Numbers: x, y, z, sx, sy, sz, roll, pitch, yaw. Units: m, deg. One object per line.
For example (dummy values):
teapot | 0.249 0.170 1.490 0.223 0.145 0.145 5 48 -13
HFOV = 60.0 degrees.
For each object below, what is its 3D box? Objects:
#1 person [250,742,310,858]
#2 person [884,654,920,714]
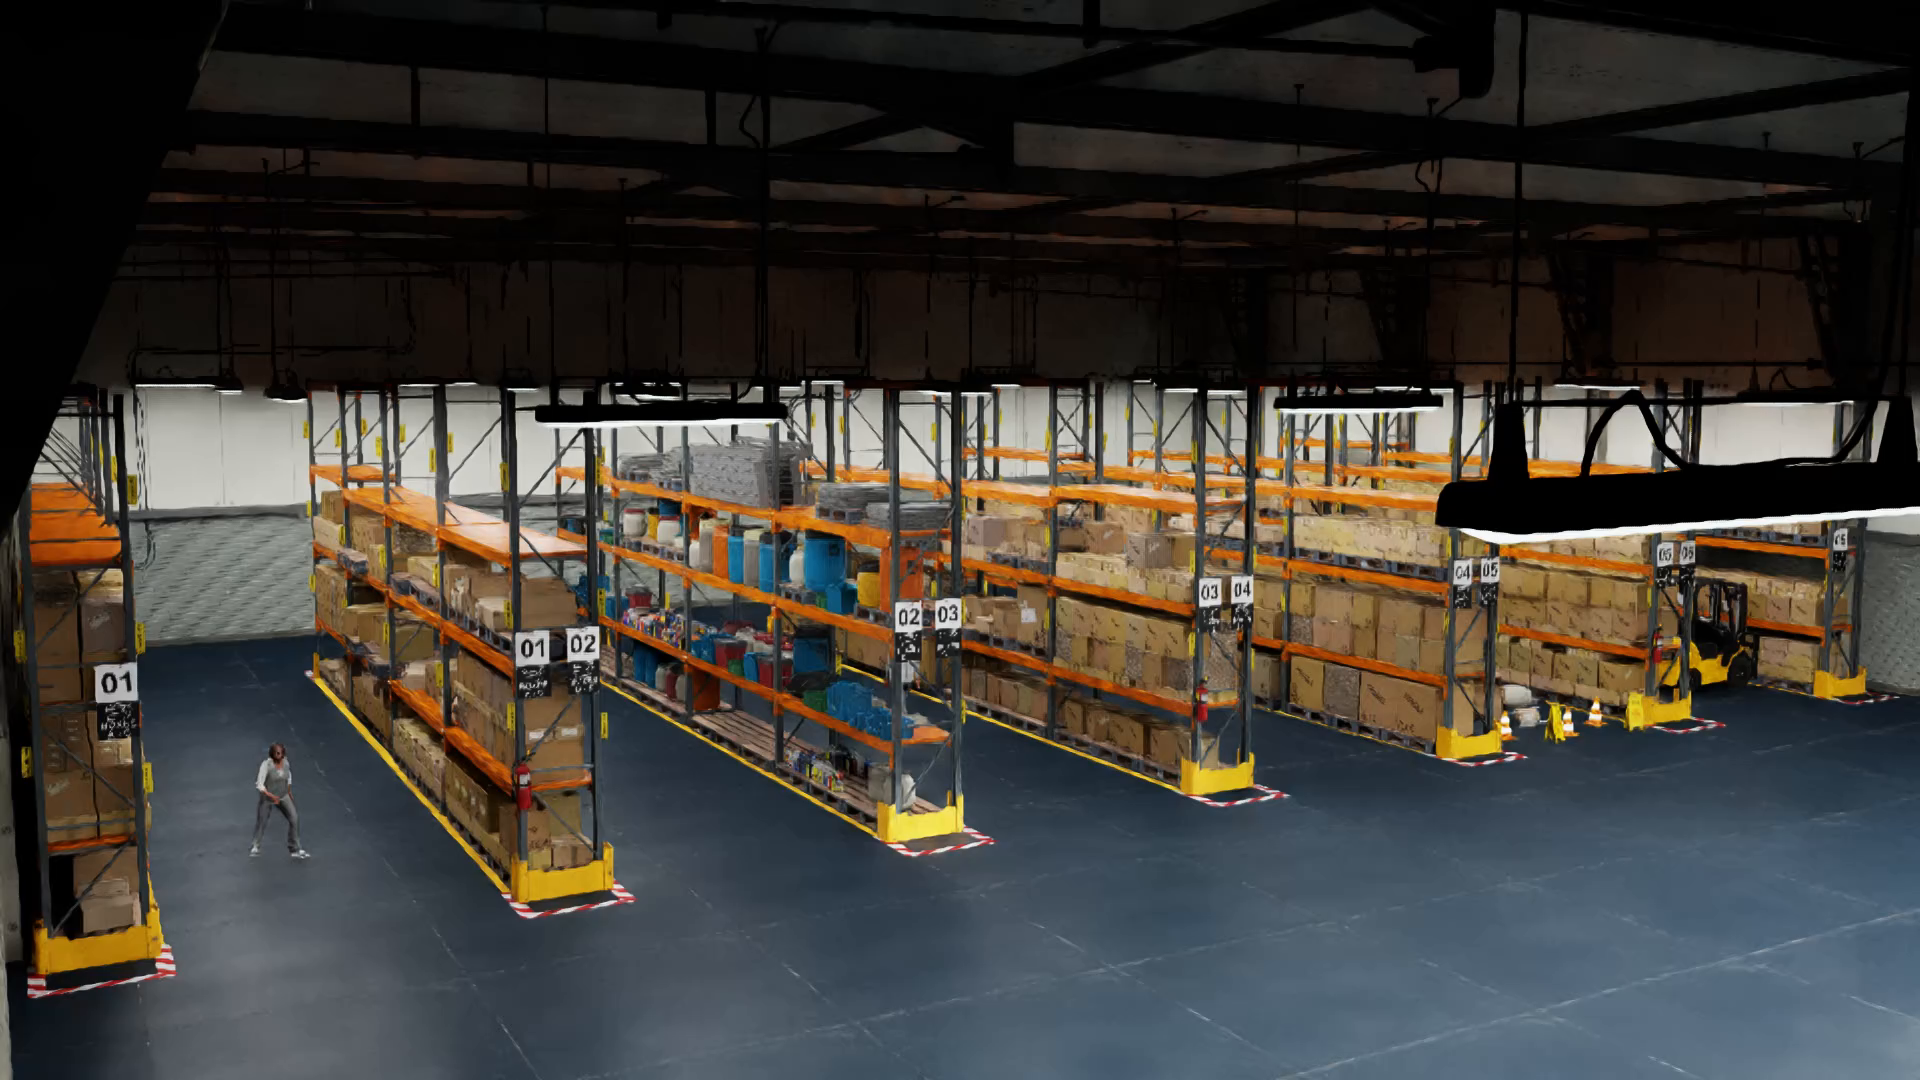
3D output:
person | -8.753 3.303 21.245 0.788 1.525 0.561 6 8 43
person | -0.979 2.406 28.890 0.555 1.725 1.029 -4 7 -30
